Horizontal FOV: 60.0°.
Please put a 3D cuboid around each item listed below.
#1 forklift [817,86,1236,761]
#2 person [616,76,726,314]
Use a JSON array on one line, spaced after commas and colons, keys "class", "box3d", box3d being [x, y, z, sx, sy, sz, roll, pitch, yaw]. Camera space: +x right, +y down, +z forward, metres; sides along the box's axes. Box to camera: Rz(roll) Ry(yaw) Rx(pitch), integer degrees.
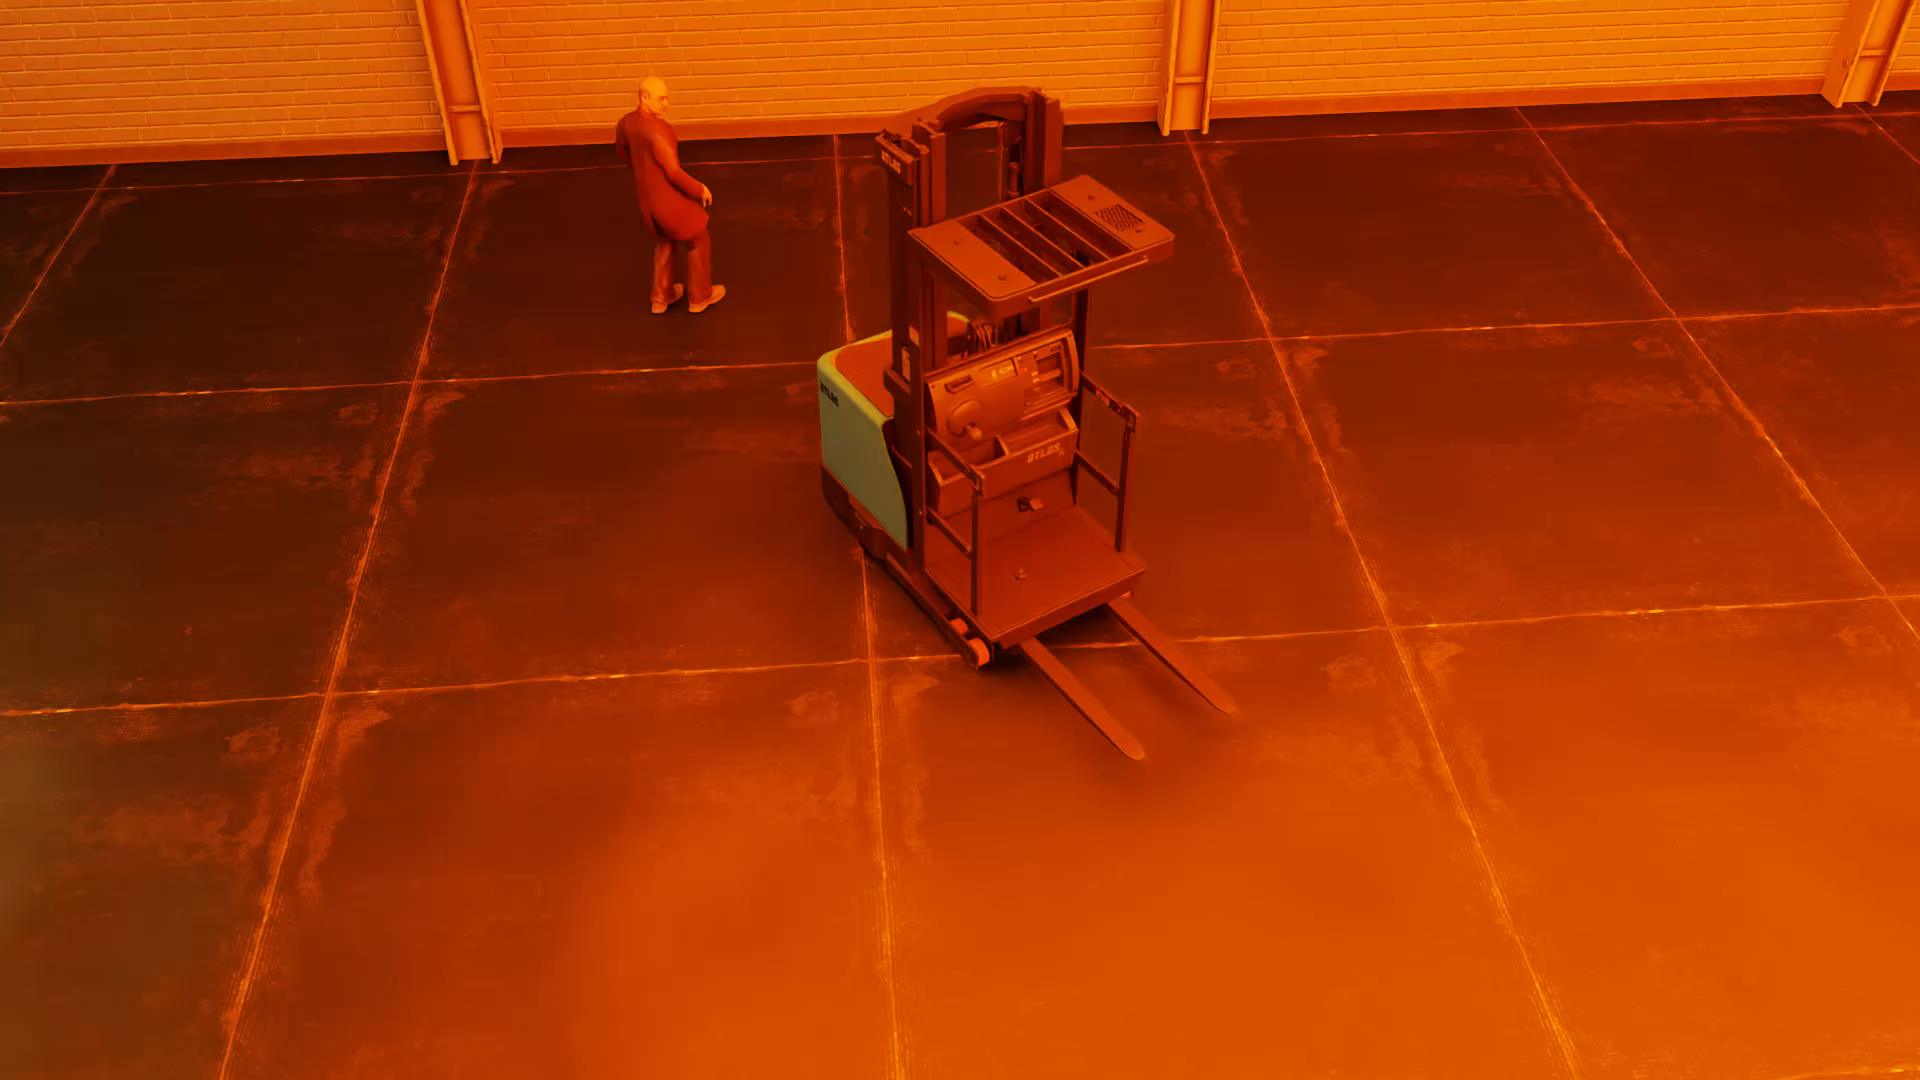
[{"class": "forklift", "box3d": [0.360, -0.754, 8.819, 1.130, 2.935, 3.031, -23, 46, -24]}, {"class": "person", "box3d": [-2.043, -2.432, 11.701, 0.788, 1.750, 0.551, 29, 48, 30]}]
